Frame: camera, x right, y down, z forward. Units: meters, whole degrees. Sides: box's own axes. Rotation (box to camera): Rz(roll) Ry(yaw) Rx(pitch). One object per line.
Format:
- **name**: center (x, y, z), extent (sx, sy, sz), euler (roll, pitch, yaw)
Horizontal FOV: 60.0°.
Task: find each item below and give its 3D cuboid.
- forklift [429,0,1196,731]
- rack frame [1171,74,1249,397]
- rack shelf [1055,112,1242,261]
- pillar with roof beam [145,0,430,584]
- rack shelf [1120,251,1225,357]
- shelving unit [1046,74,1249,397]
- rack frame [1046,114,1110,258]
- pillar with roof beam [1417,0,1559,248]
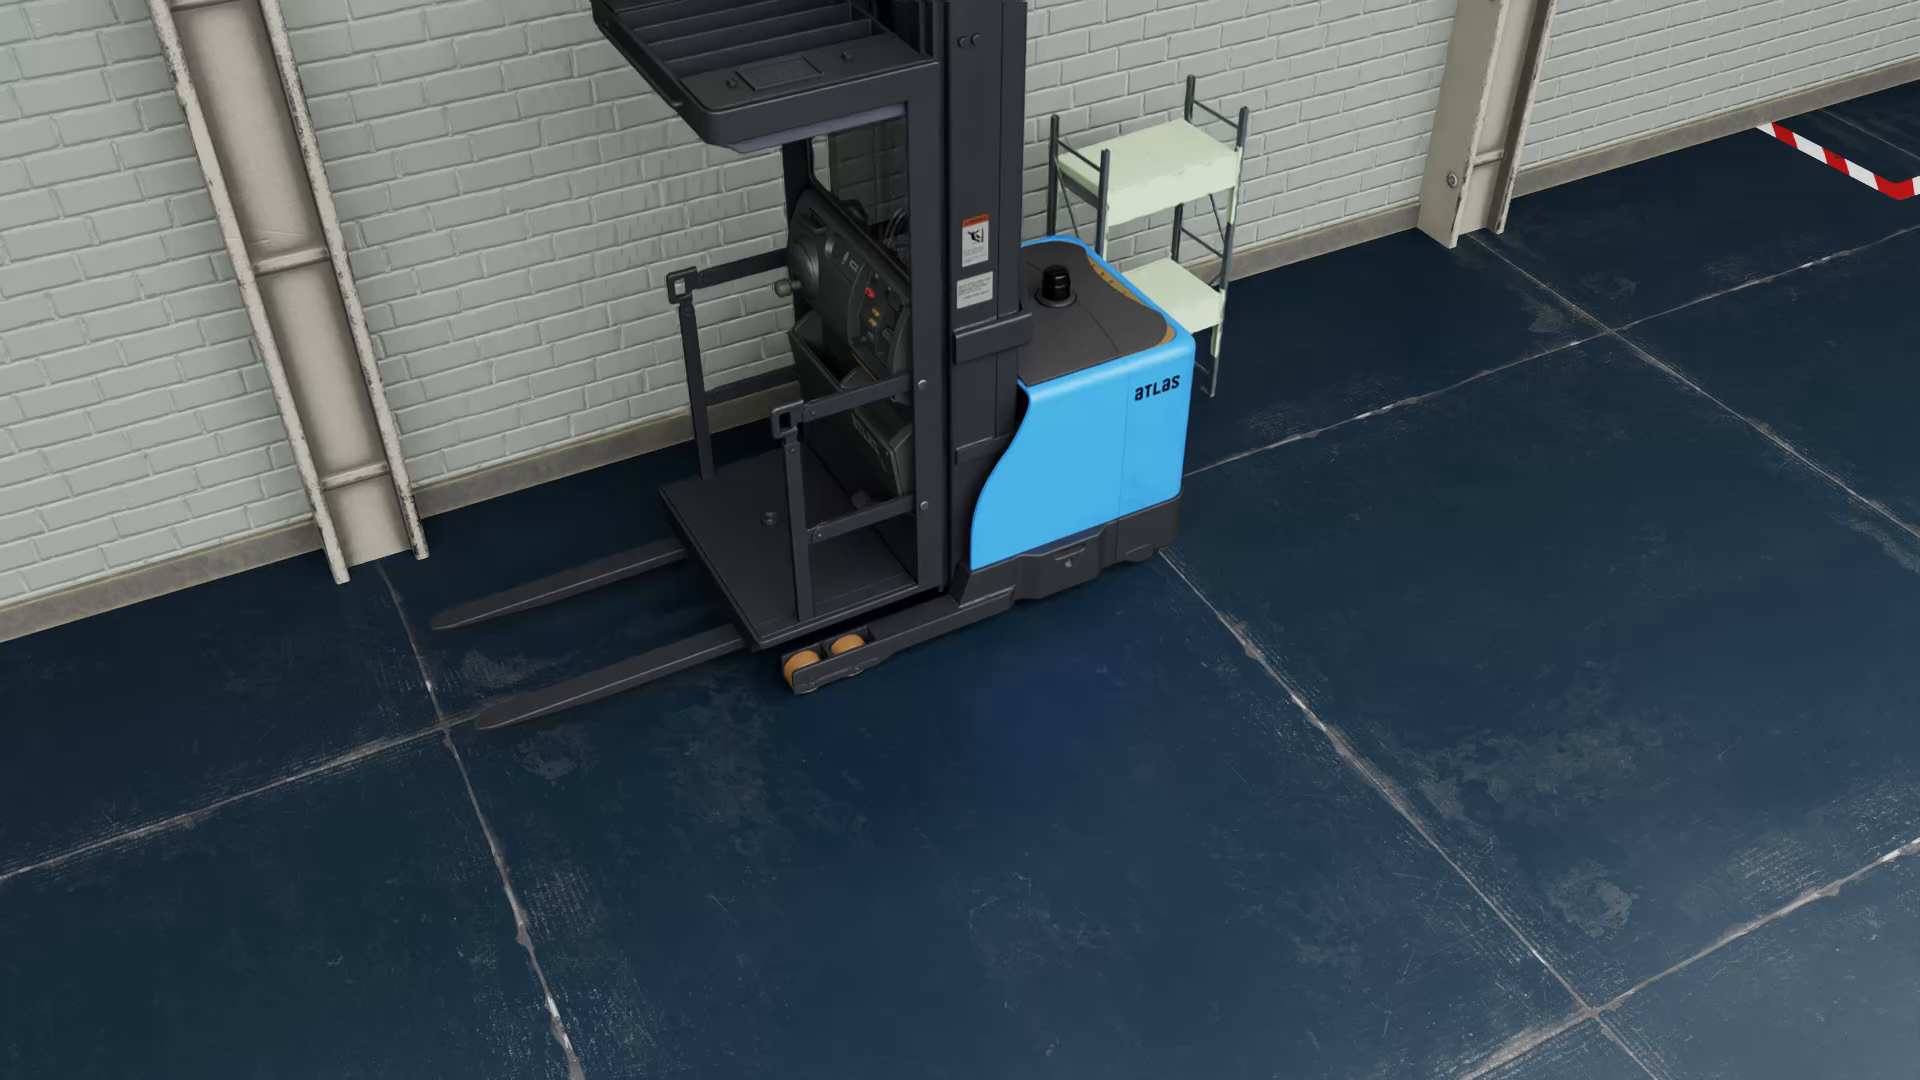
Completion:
- **forklift**: center (-0.596, -0.910, 6.056), extent (3.031, 2.935, 1.130), euler (-19, 44, -21)
- **rack frame**: center (1.121, -1.377, 7.716), extent (0.023, 1.500, 0.400), euler (-22, 45, -24)
- **rack shelf**: center (0.811, -1.550, 7.316), extent (0.720, 0.370, 0.431), euler (-22, 45, -24)
- **pillar with roof beam**: center (-0.541, -0.926, 1.379), extent (0.400, 9.000, 9.100), euler (-19, 44, -21)
- **rack shelf**: center (0.811, -1.003, 7.778), extent (0.720, 0.370, 0.431), euler (-22, 45, -24)
- **shelving unit**: center (0.811, -1.252, 7.568), extent (0.755, 1.500, 0.431), euler (-22, 45, -24)
- **rack frame**: center (0.501, -1.126, 7.419), extent (0.023, 1.500, 0.400), euler (-22, 45, -24)
- **pillar with roof beam**: center (4.780, -2.717, 3.495), extent (0.400, 9.000, 9.100), euler (-19, 44, -21)
